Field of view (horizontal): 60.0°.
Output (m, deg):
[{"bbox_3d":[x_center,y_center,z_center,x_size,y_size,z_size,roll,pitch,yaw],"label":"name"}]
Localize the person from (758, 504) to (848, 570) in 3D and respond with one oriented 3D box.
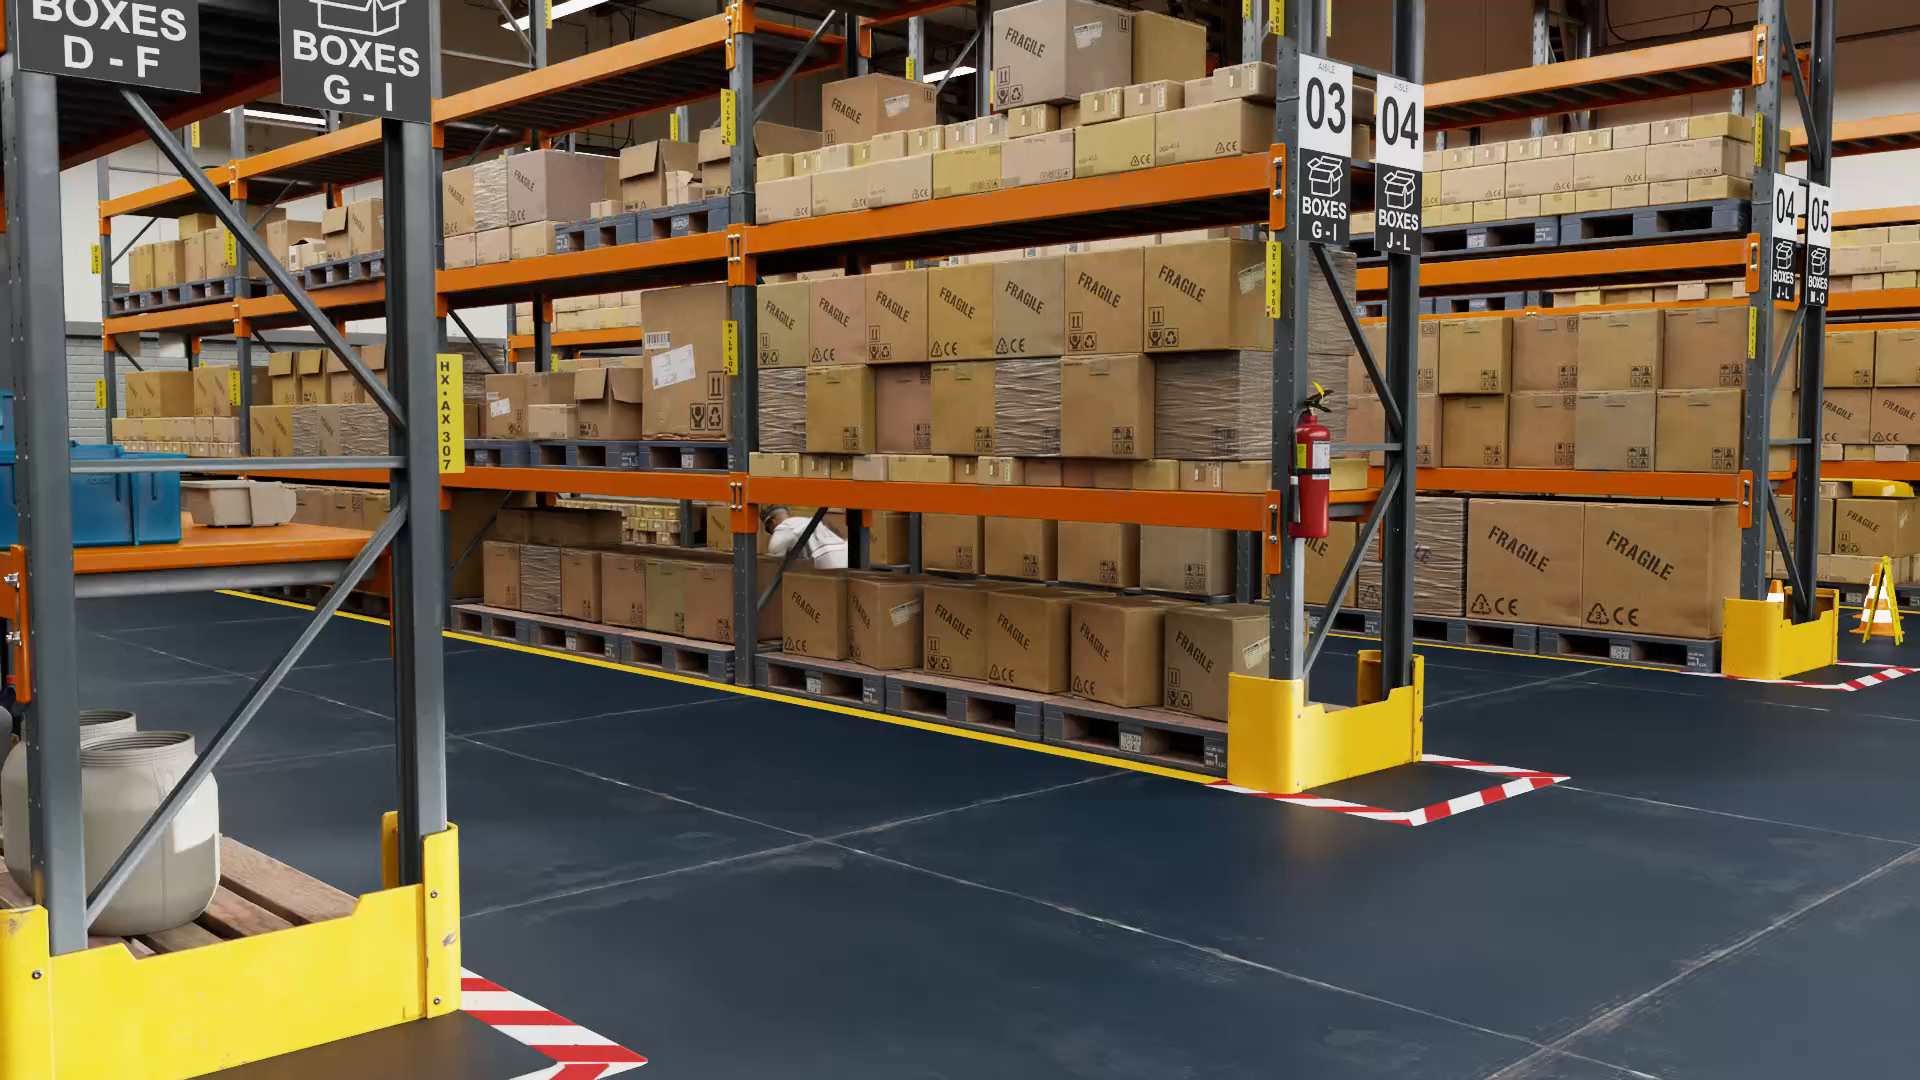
[{"bbox_3d":[-1.168,0.234,12.744,0.911,1.020,0.569,4,5,44],"label":"person"}]
